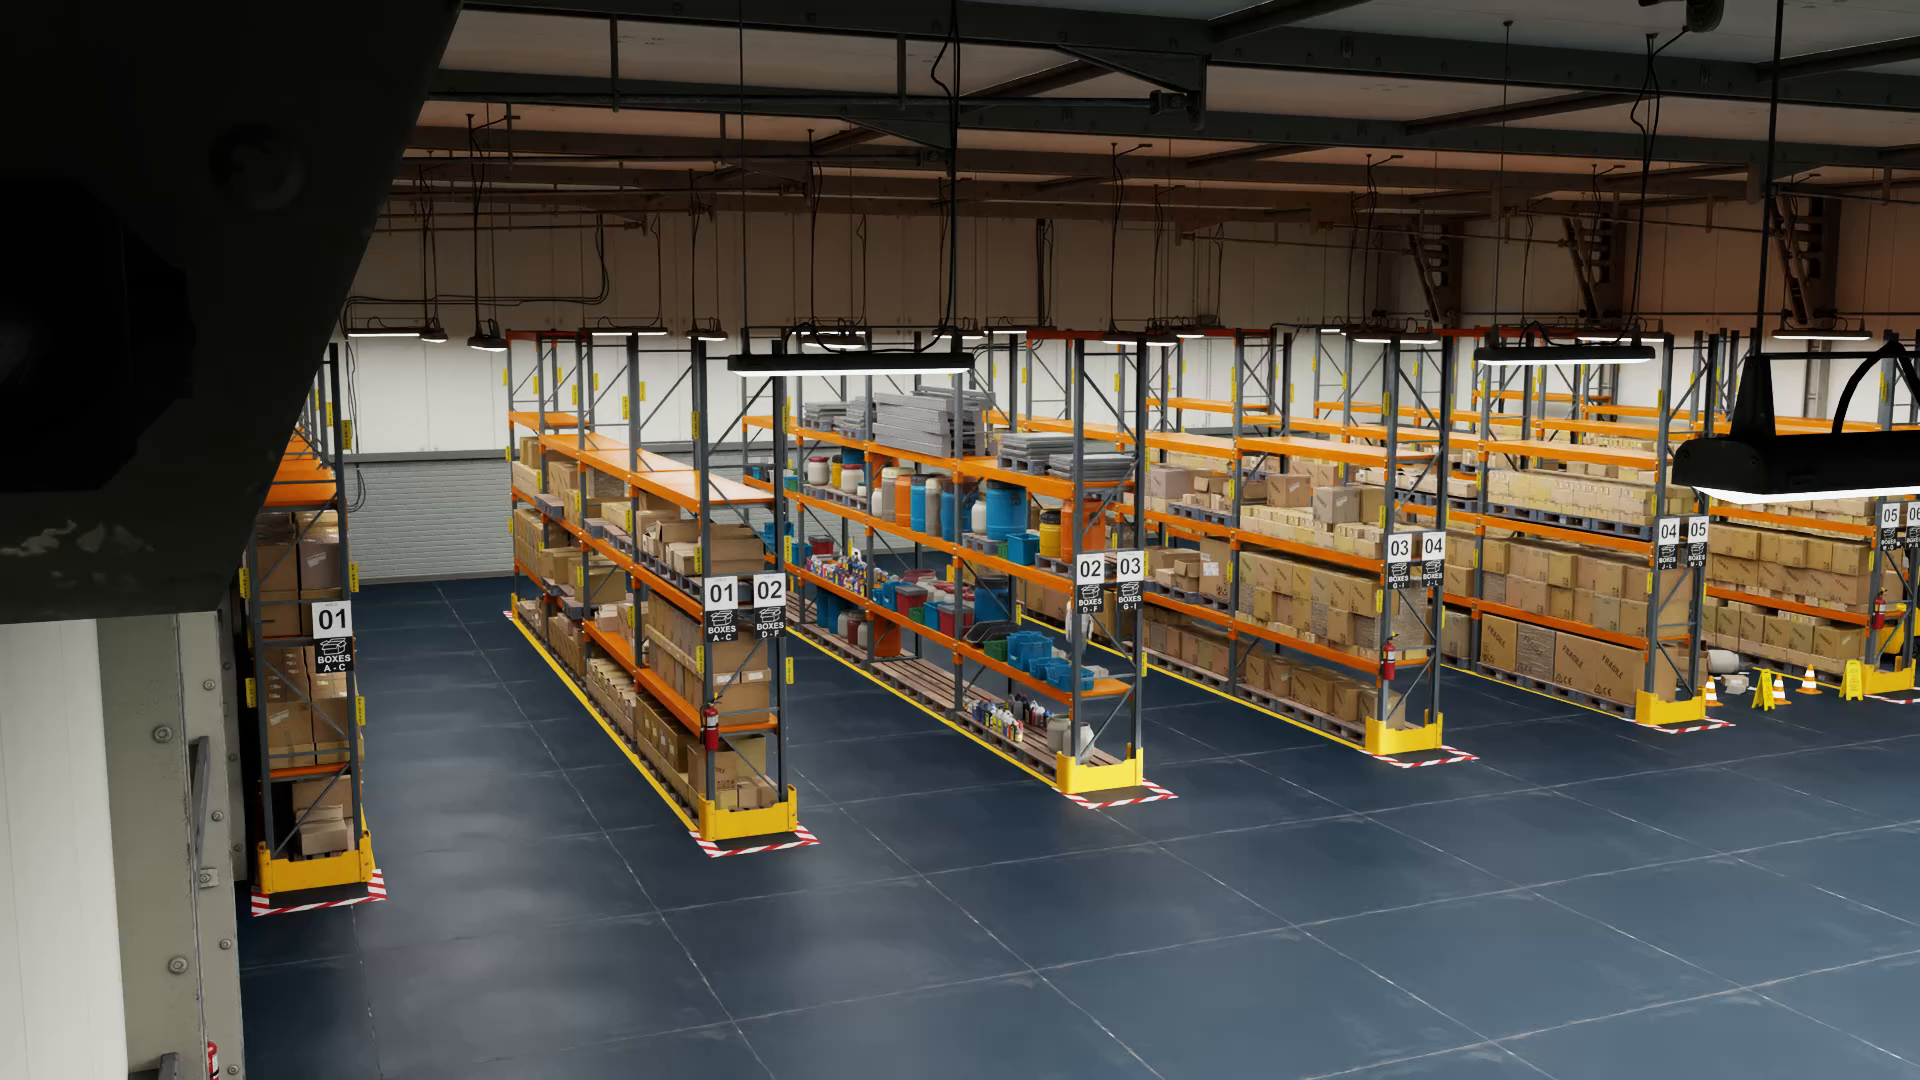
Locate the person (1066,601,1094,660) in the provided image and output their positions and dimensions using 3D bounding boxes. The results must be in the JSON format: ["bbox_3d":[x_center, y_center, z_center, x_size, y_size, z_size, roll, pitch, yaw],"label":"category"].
[{"bbox_3d":[2.060,1.567,28.987,0.479,1.642,0.832,-4,9,-25],"label":"person"}]

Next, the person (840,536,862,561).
[{"bbox_3d":[-2.272,0.718,35.166,0.507,1.620,1.022,-5,9,-32],"label":"person"}]
